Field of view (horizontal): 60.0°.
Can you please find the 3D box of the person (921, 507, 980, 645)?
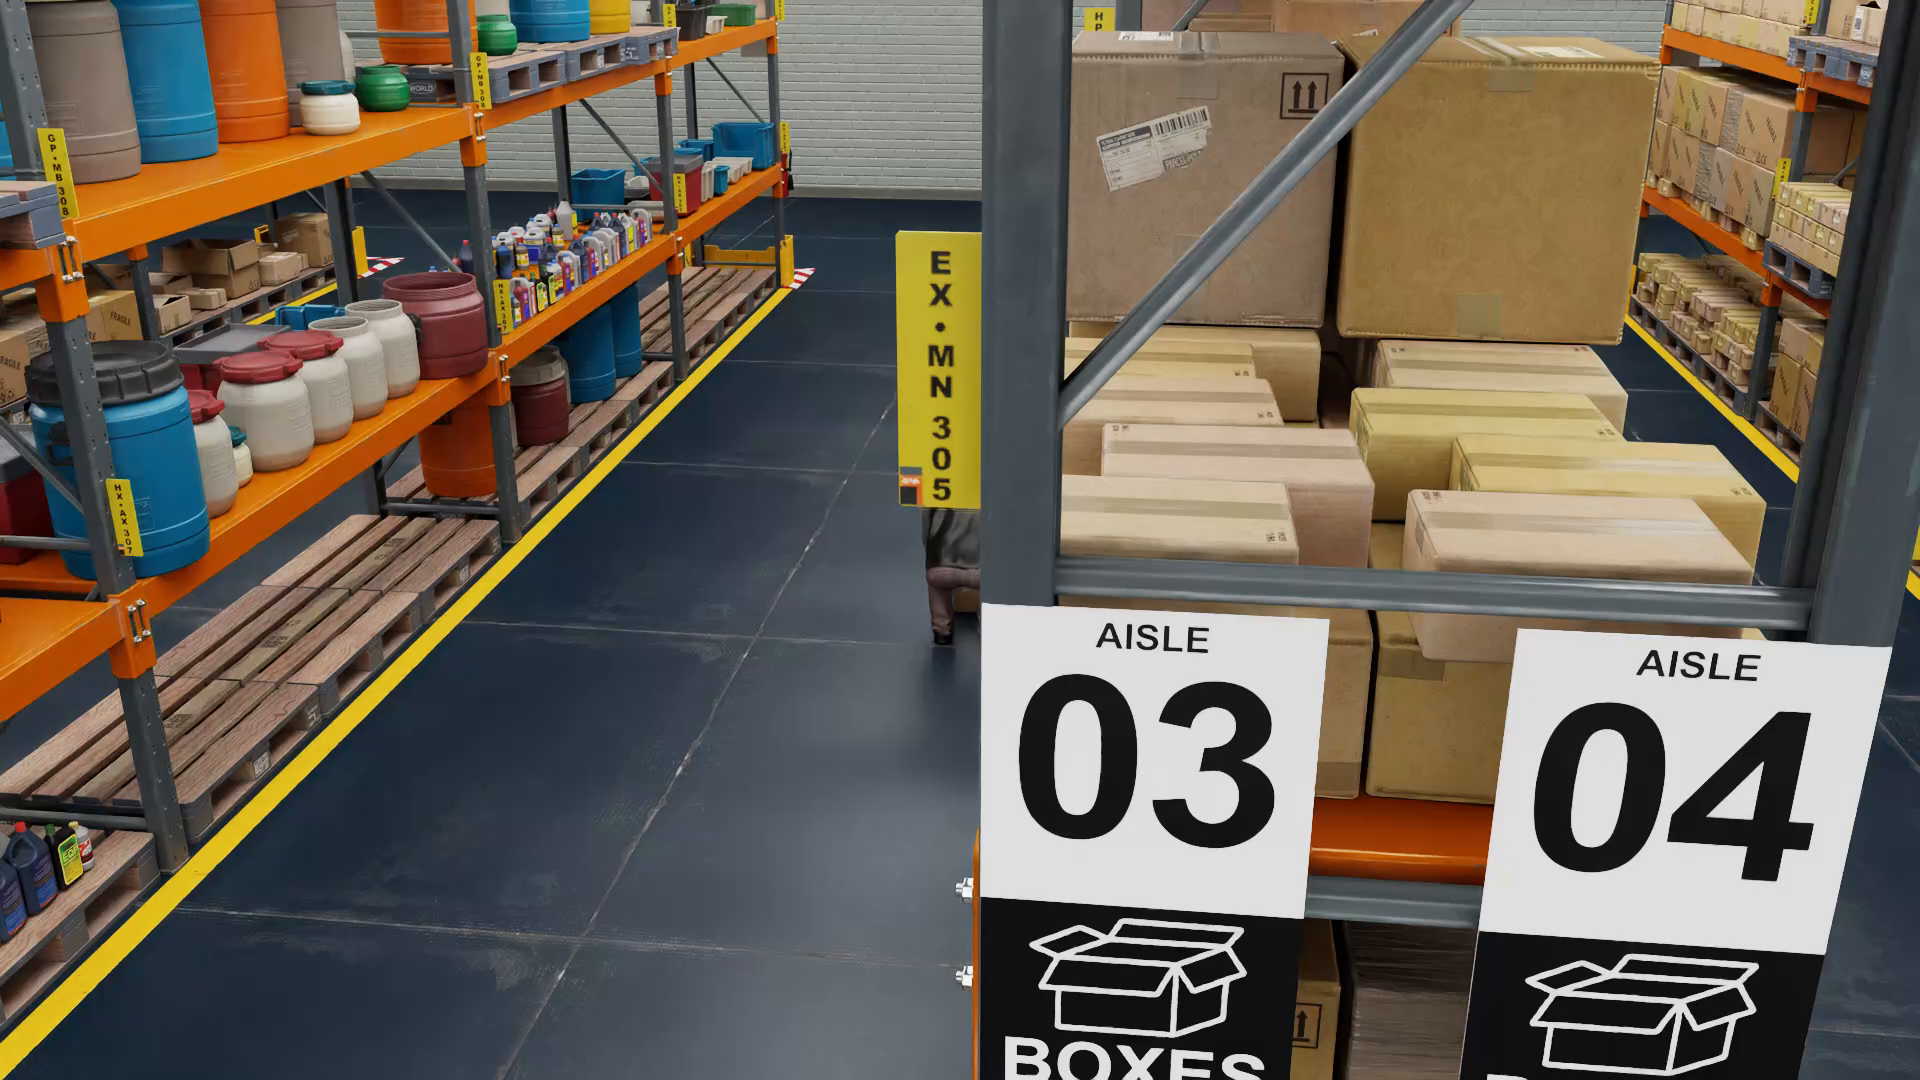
[{"bbox_3d":[0.022,0.078,9.508,0.533,0.942,0.865,2,21,6],"label":"person"}]
